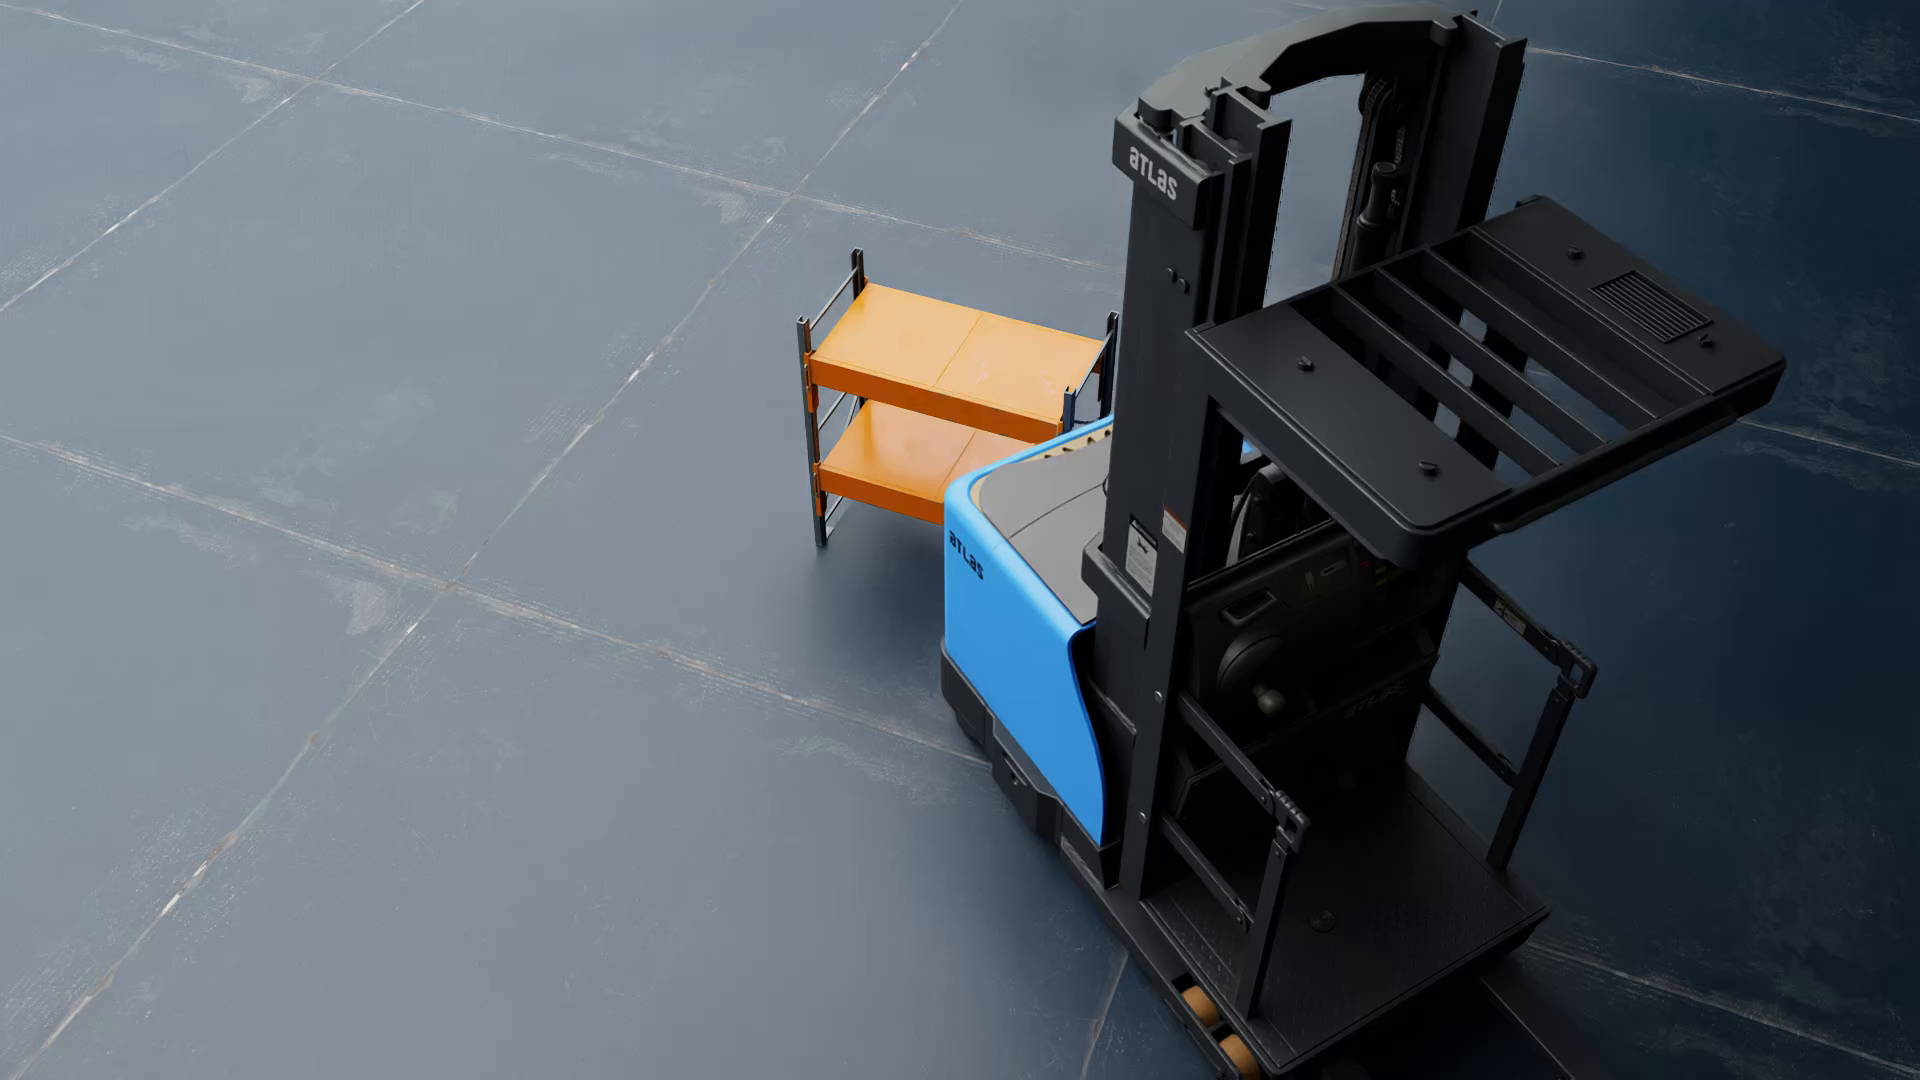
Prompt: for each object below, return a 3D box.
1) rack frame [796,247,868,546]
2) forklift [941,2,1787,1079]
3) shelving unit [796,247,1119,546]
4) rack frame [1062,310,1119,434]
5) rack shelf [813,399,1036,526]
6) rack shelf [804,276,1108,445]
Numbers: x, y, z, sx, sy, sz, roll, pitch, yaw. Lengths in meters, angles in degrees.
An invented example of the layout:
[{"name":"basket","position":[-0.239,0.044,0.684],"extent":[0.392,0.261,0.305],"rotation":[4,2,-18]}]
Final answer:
[{"name":"rack frame","position":[-0.475,-0.539,6.494],"extent":[0.032,1.125,0.500],"rotation":[16,47,16]},{"name":"forklift","position":[1.119,0.253,4.417],"extent":[1.130,2.935,3.031],"rotation":[-23,49,-21]},{"name":"shelving unit","position":[-0.006,-0.401,6.355],"extent":[1.048,1.125,0.538],"rotation":[16,47,16]},{"name":"rack frame","position":[0.463,-0.263,6.216],"extent":[0.032,1.125,0.500],"rotation":[16,47,16]},{"name":"rack shelf","position":[-0.006,-0.227,6.528],"extent":[1.000,0.278,0.538],"rotation":[16,47,16]},{"name":"rack shelf","position":[-0.006,-0.608,6.149],"extent":[1.000,0.278,0.538],"rotation":[16,47,16]}]
